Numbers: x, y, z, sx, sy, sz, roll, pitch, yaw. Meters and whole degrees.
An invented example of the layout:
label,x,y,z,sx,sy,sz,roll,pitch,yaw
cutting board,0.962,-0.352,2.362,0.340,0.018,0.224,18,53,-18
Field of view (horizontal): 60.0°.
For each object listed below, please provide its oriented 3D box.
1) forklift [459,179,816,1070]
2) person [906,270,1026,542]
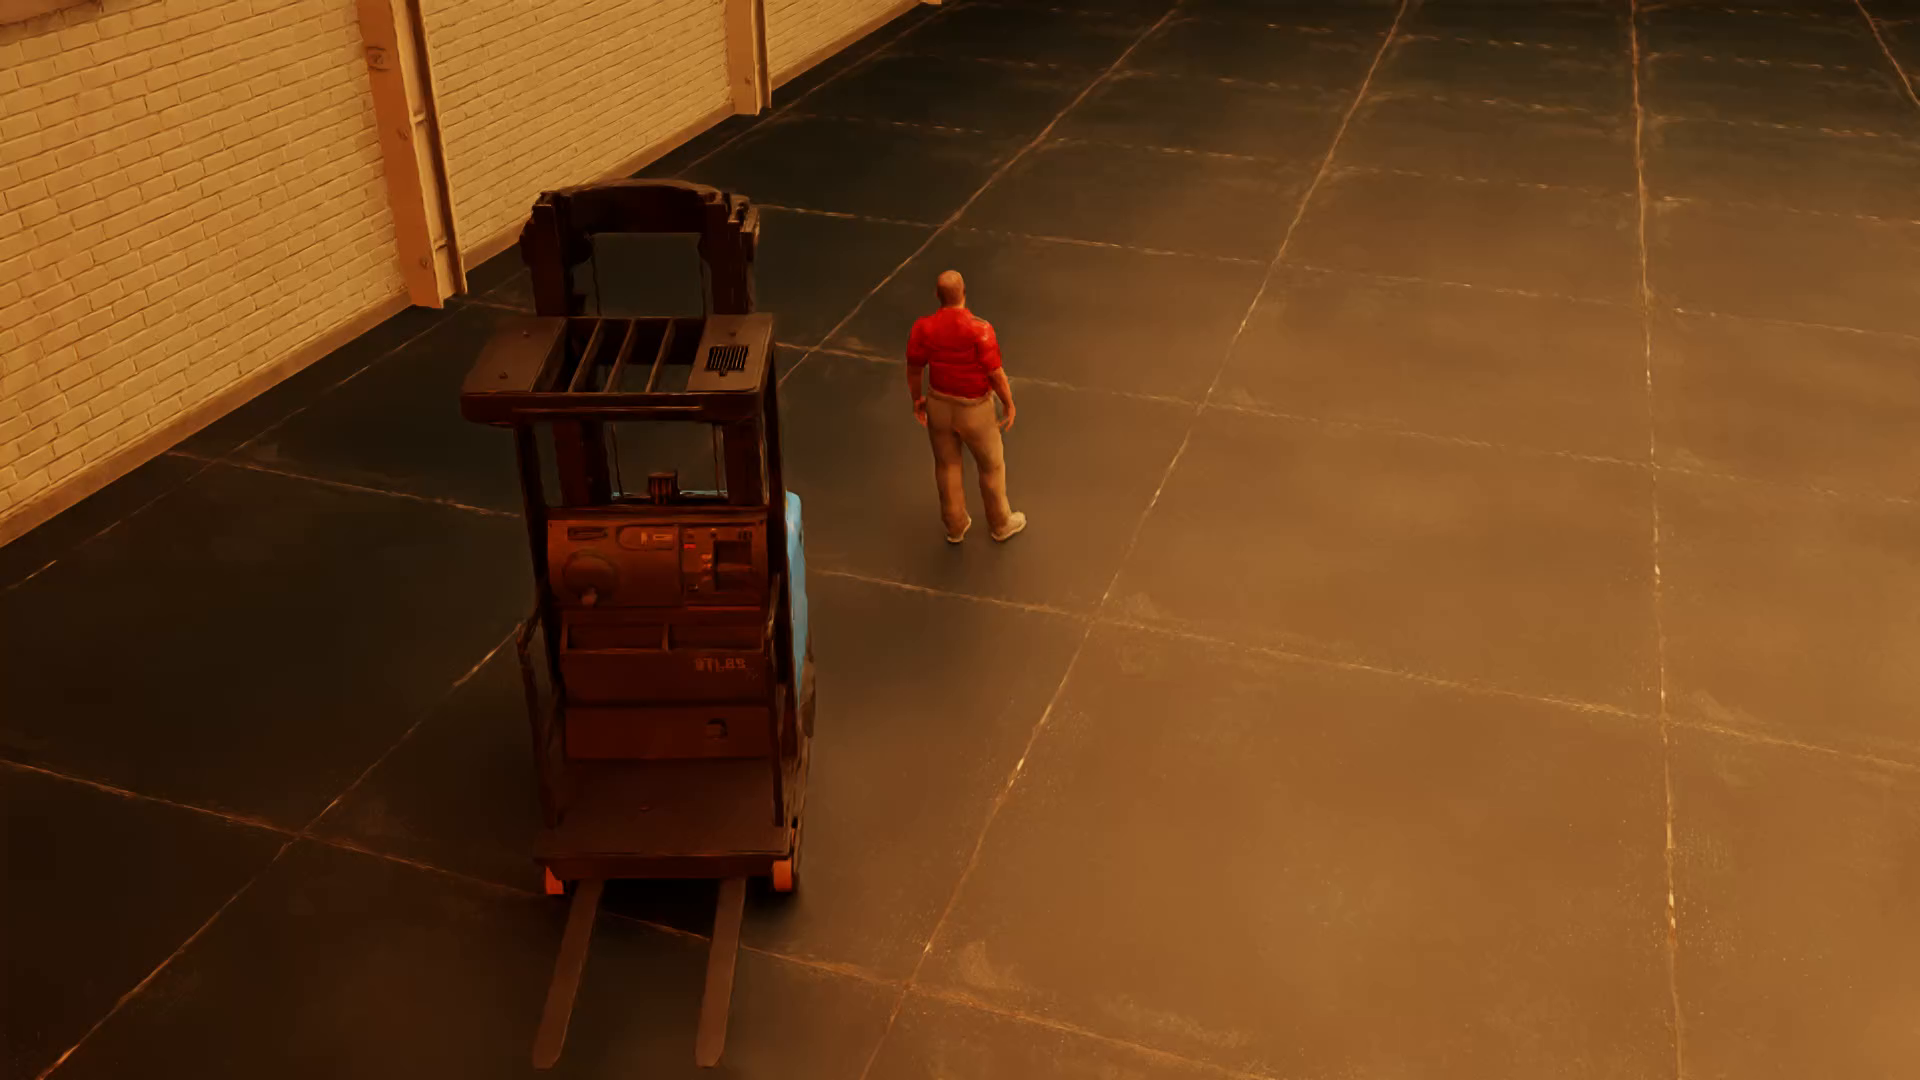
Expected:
label,x,y,z,sx,sy,sz,roll,pitch,yaw
forklift,-1.279,0.137,6.897,1.130,2.935,3.031,-1,30,-1
person,0.040,-0.798,9.735,0.640,1.726,0.550,10,31,16
